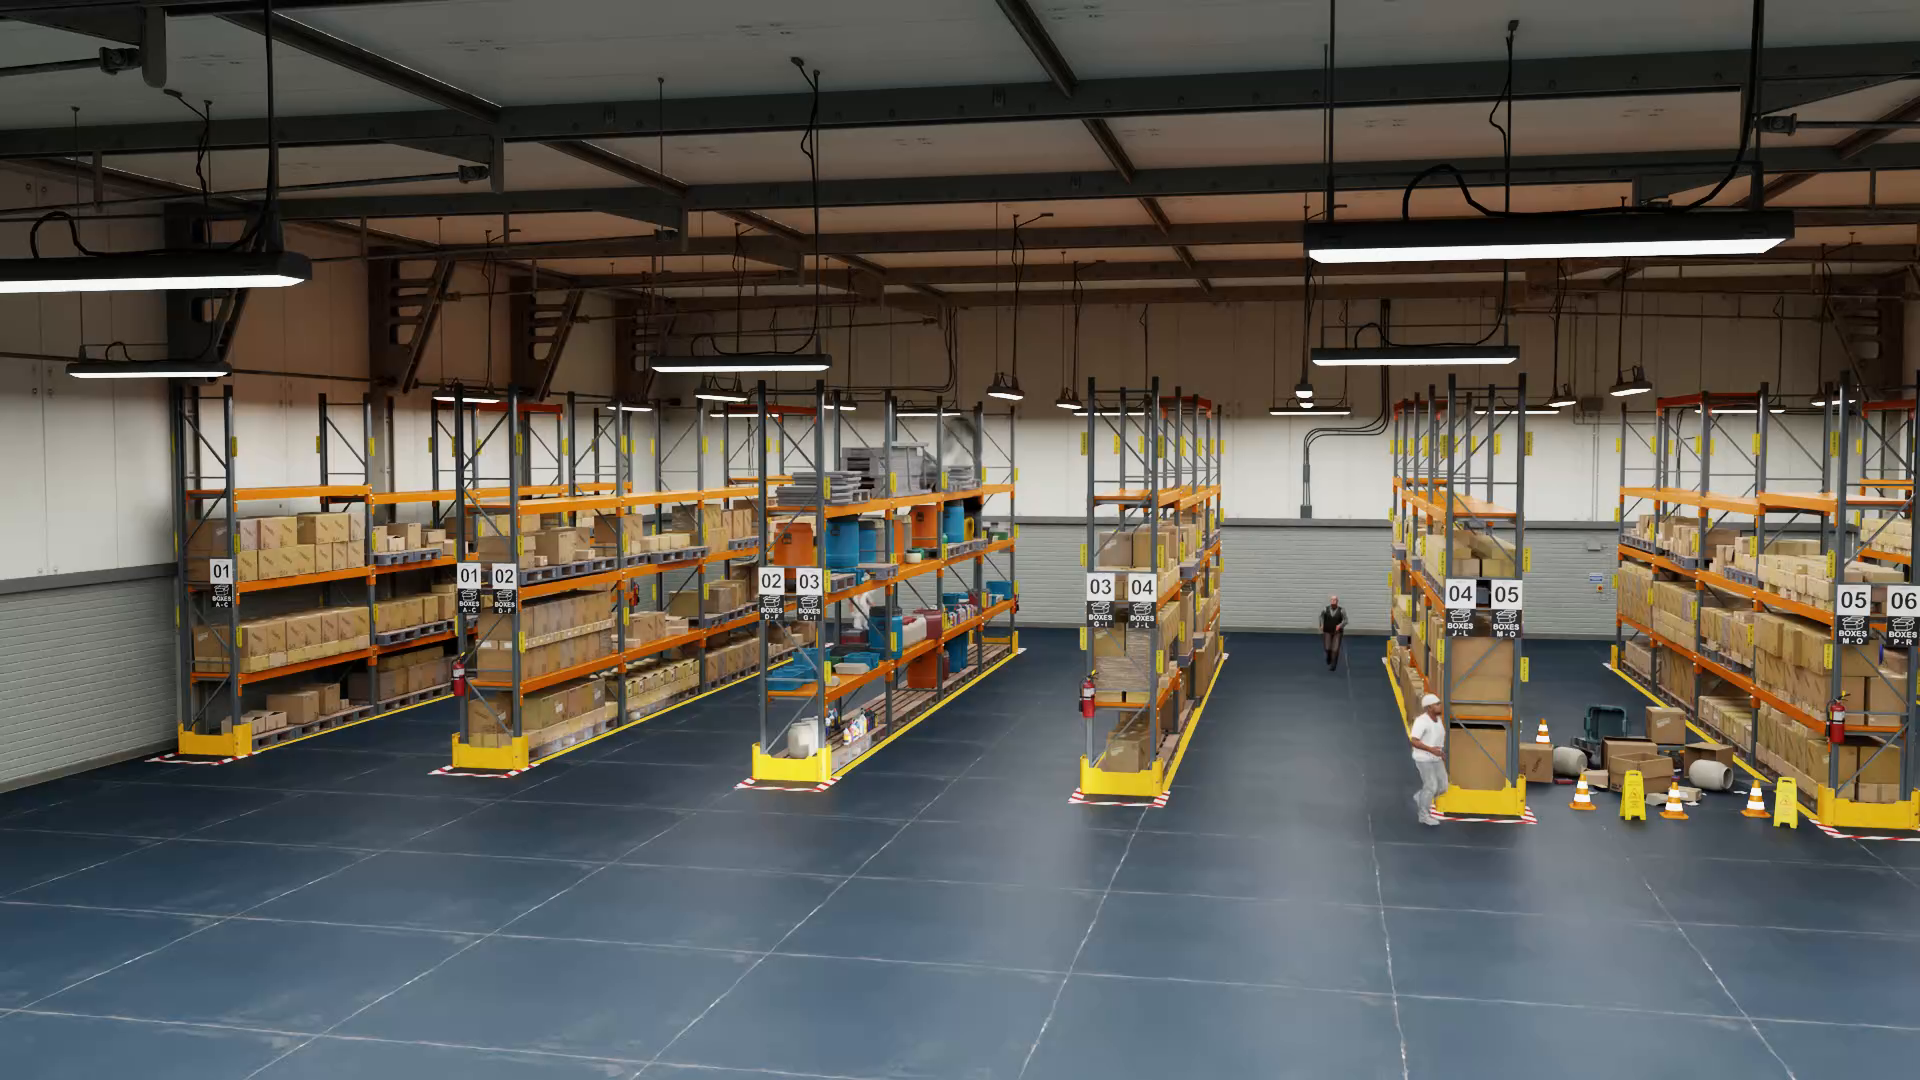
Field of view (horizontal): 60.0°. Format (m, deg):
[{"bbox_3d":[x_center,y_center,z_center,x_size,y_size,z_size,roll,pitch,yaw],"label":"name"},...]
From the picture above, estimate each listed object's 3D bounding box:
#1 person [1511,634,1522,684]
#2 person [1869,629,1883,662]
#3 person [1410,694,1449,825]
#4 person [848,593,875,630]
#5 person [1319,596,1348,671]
[{"bbox_3d":[11.228,2.231,34.321,0.708,1.765,0.824,0,3,4],"label":"person"},{"bbox_3d":[16.600,2.494,30.353,0.523,1.703,0.817,0,3,6],"label":"person"},{"bbox_3d":[6.227,2.907,22.041,0.683,1.727,0.612,-3,4,-43],"label":"person"},{"bbox_3d":[-2.404,1.887,40.358,0.661,1.720,0.643,1,3,12],"label":"person"},{"bbox_3d":[8.347,2.087,37.227,0.658,1.678,0.574,1,3,18],"label":"person"}]
